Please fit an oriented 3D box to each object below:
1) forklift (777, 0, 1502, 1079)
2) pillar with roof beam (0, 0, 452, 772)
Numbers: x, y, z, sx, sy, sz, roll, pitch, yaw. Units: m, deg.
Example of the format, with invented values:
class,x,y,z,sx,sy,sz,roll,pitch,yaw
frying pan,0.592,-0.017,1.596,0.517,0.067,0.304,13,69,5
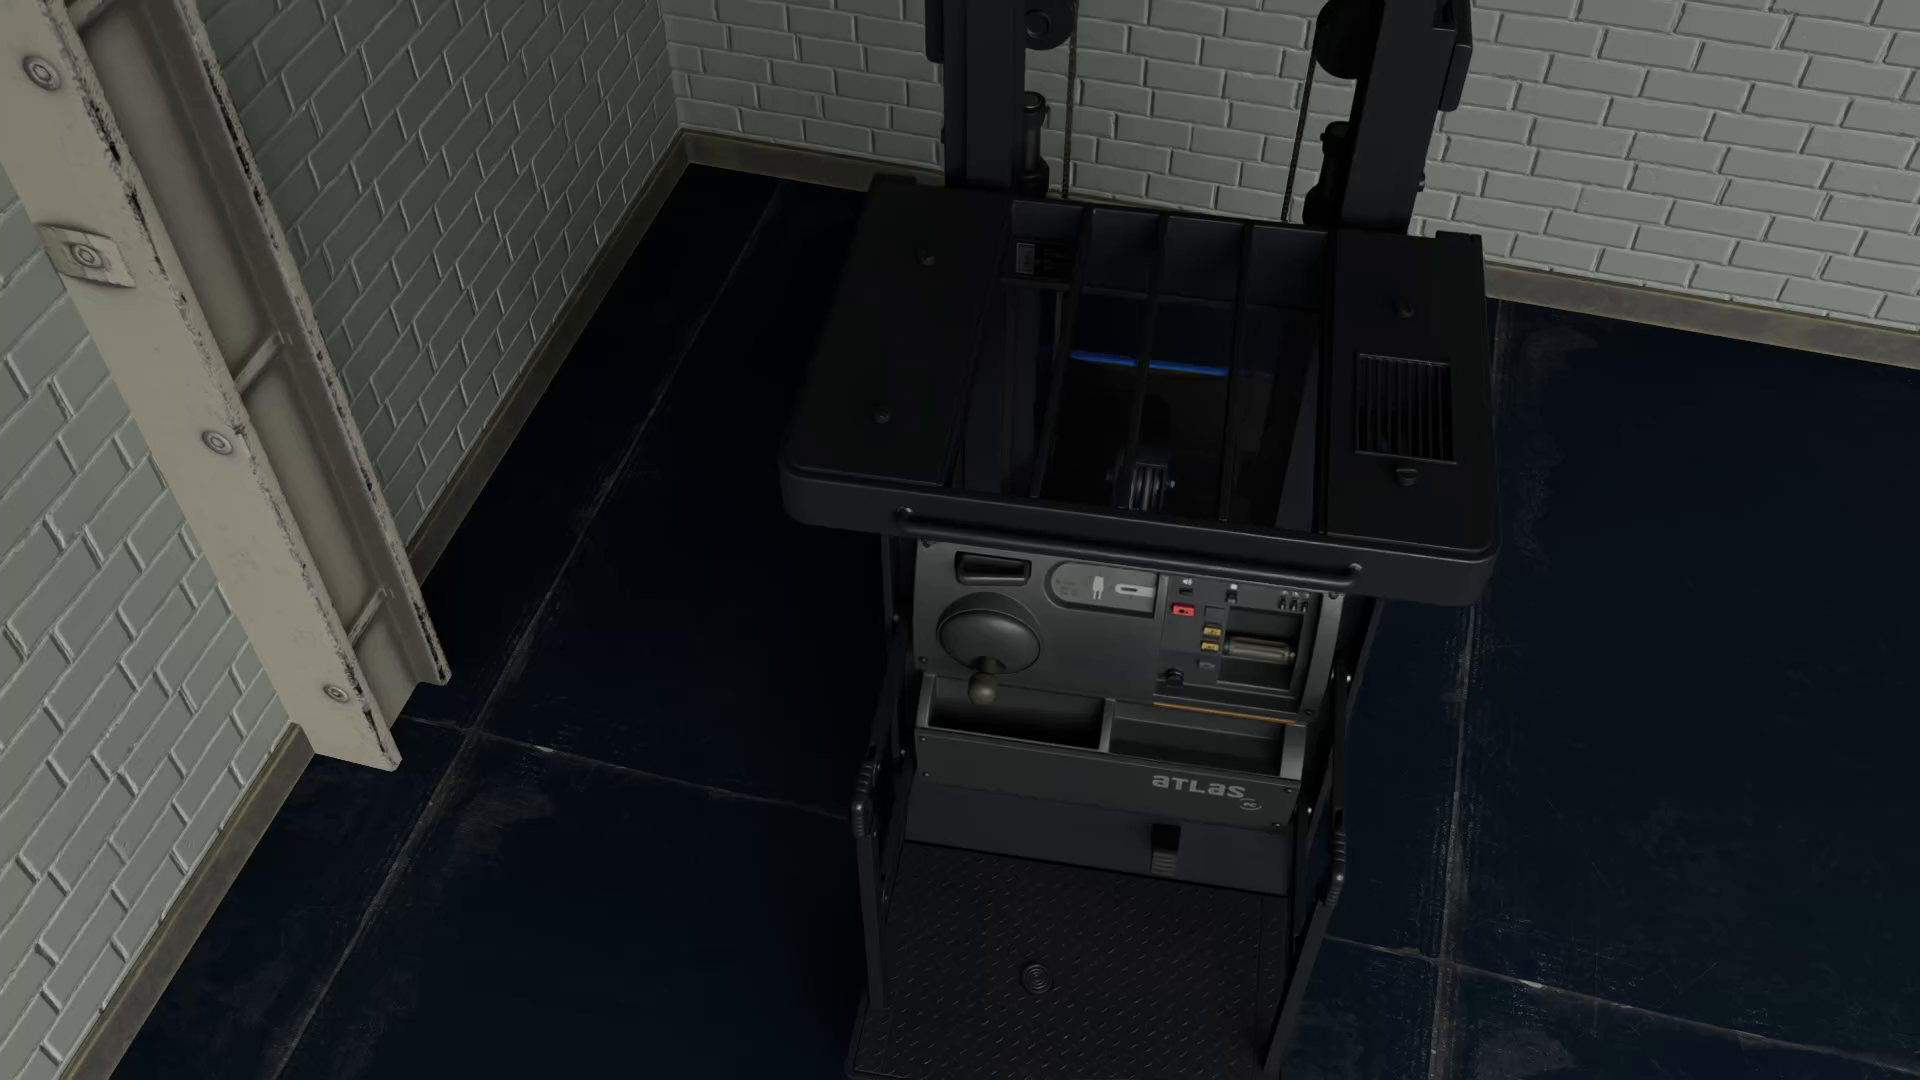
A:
class,x,y,z,sx,sy,sz,roll,pitch,yaw
forklift,0.326,0.306,3.525,1.130,2.935,3.031,7,49,6
pillar with roof beam,2.315,-1.588,1.149,9.100,9.000,0.400,12,50,10
